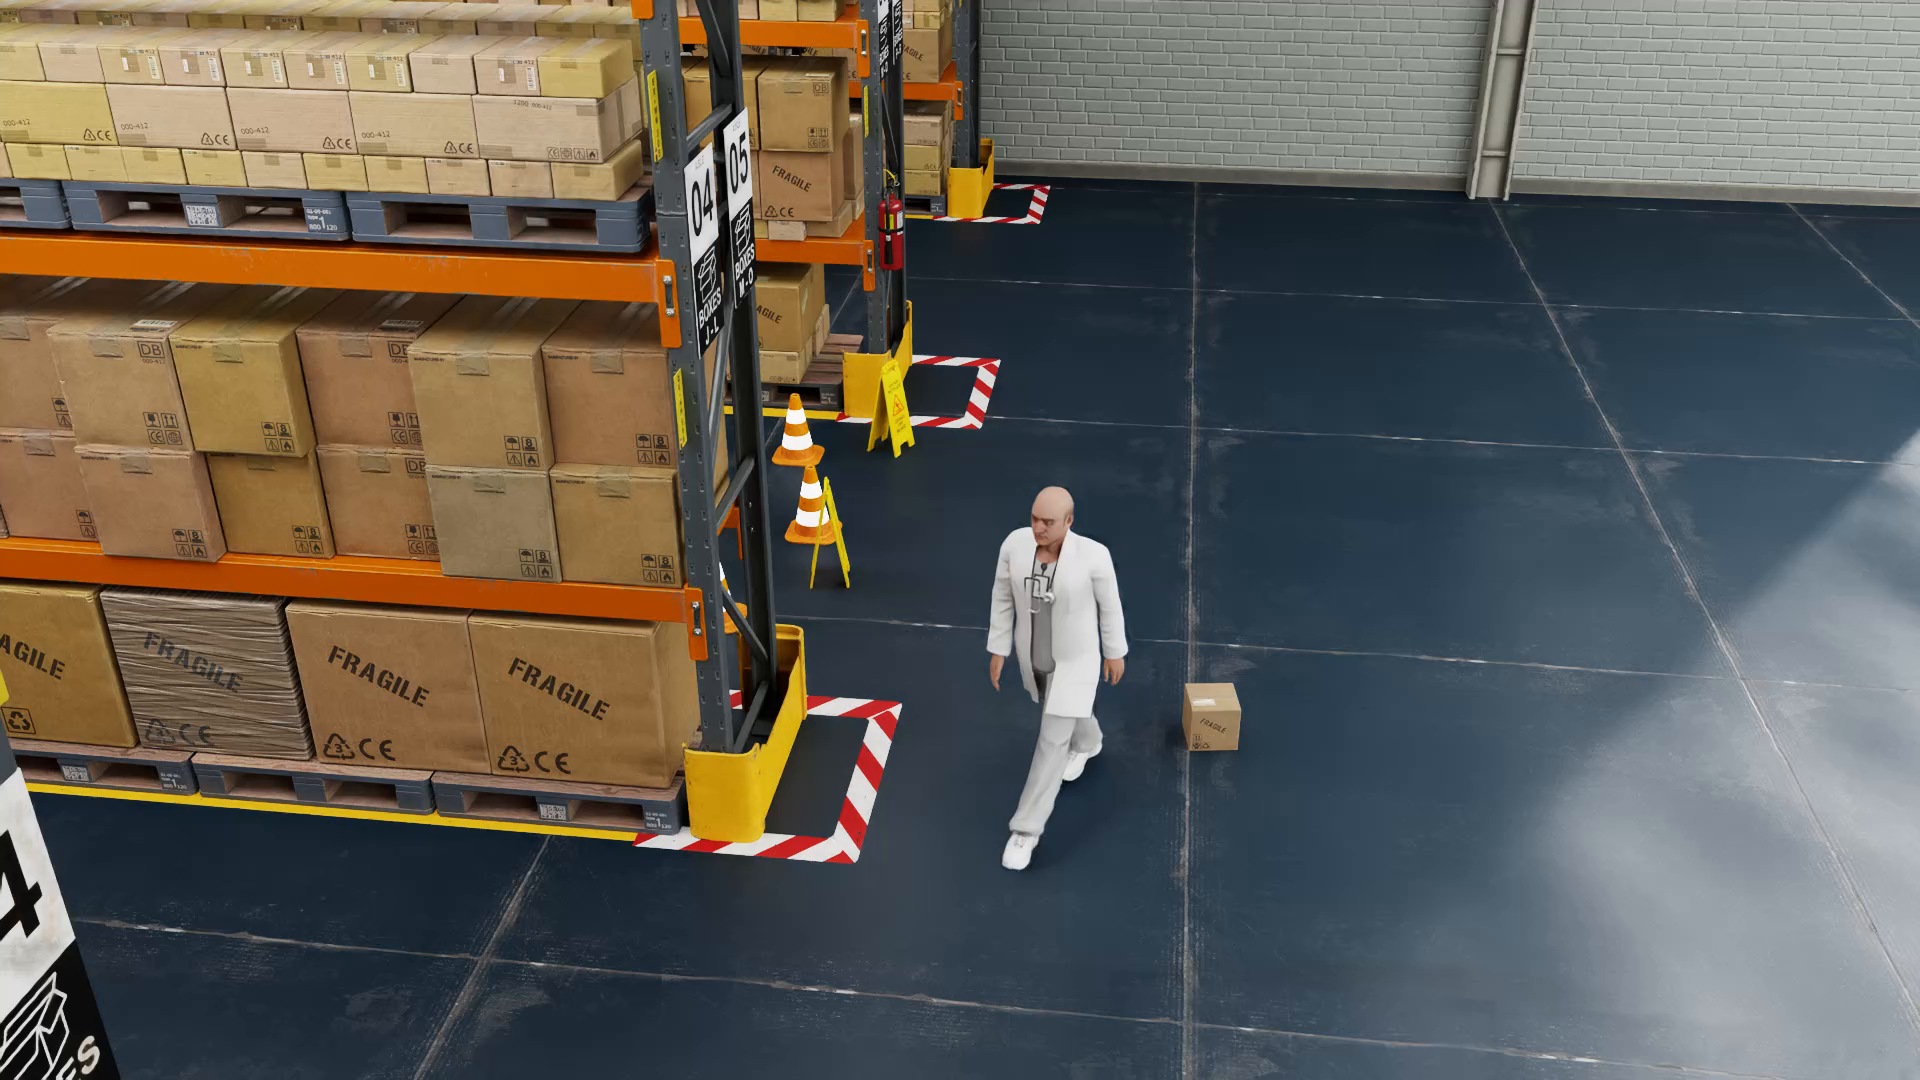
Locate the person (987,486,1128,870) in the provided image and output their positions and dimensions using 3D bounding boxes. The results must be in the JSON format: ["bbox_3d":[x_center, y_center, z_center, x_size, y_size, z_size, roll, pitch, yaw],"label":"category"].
[{"bbox_3d":[0.403,0.529,7.628,0.603,1.708,1.128,17,33,29],"label":"person"}]
